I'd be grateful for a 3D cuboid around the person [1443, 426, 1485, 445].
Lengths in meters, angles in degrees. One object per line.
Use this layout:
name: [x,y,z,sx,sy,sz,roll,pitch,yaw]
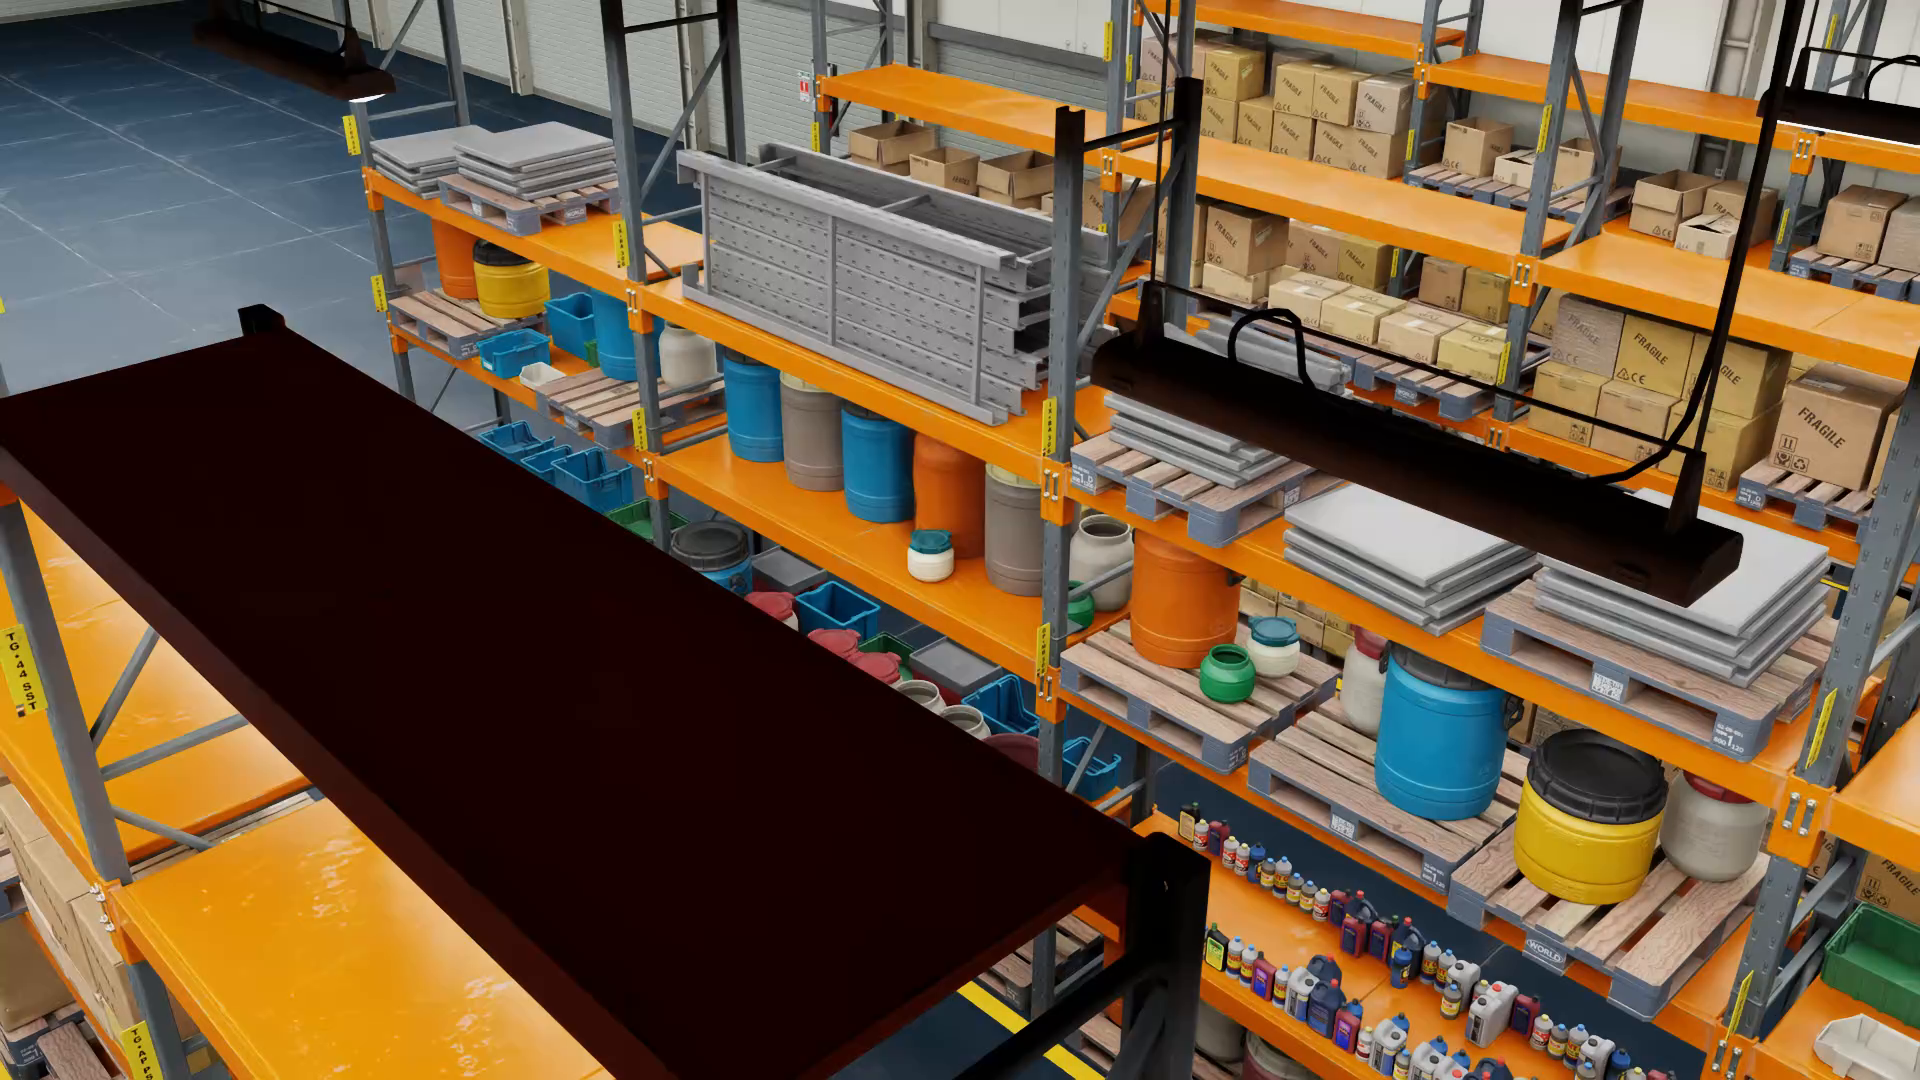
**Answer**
person: [5.069,-0.875,16.606,0.575,1.756,0.514,-17,33,-29]
